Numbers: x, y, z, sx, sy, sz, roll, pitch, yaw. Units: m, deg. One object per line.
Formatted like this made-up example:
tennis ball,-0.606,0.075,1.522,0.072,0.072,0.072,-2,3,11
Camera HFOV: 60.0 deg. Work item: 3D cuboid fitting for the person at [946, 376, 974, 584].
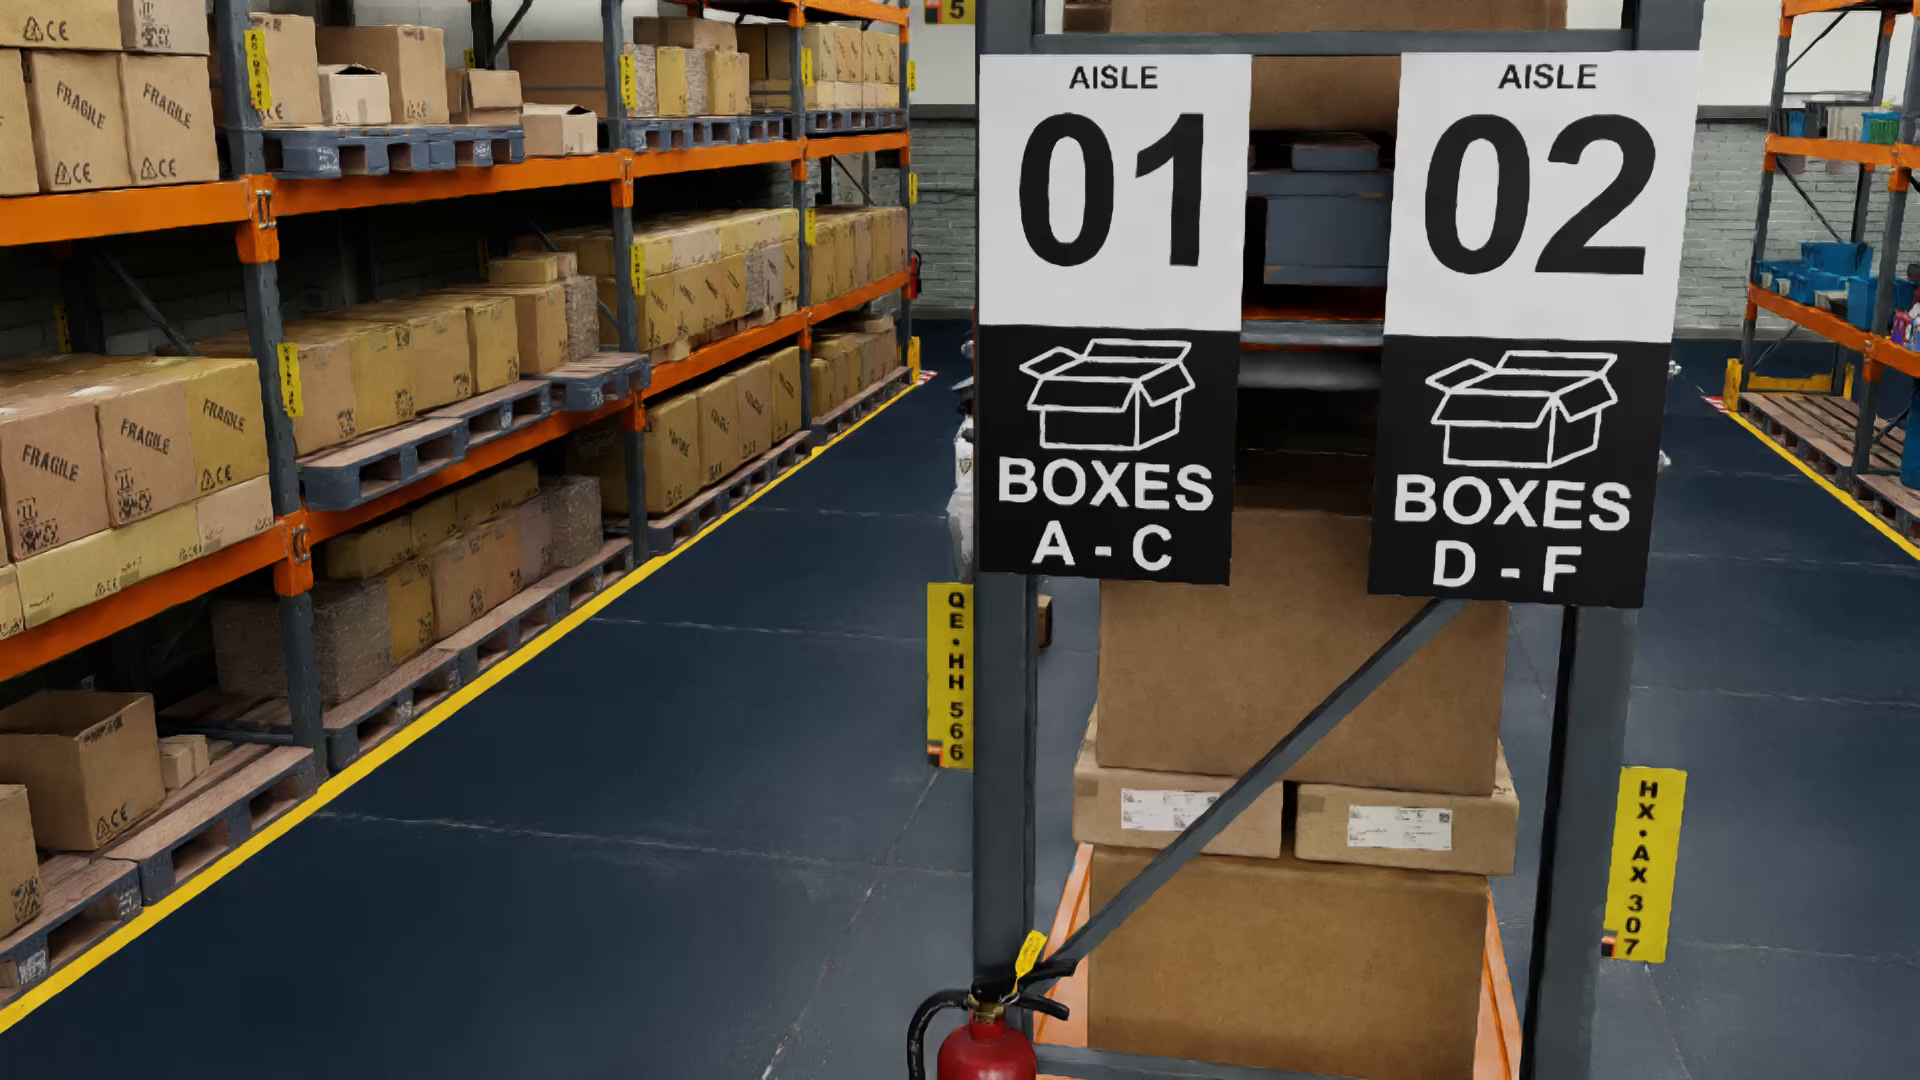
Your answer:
person,0.115,-0.094,9.258,0.378,1.685,0.559,4,15,13
